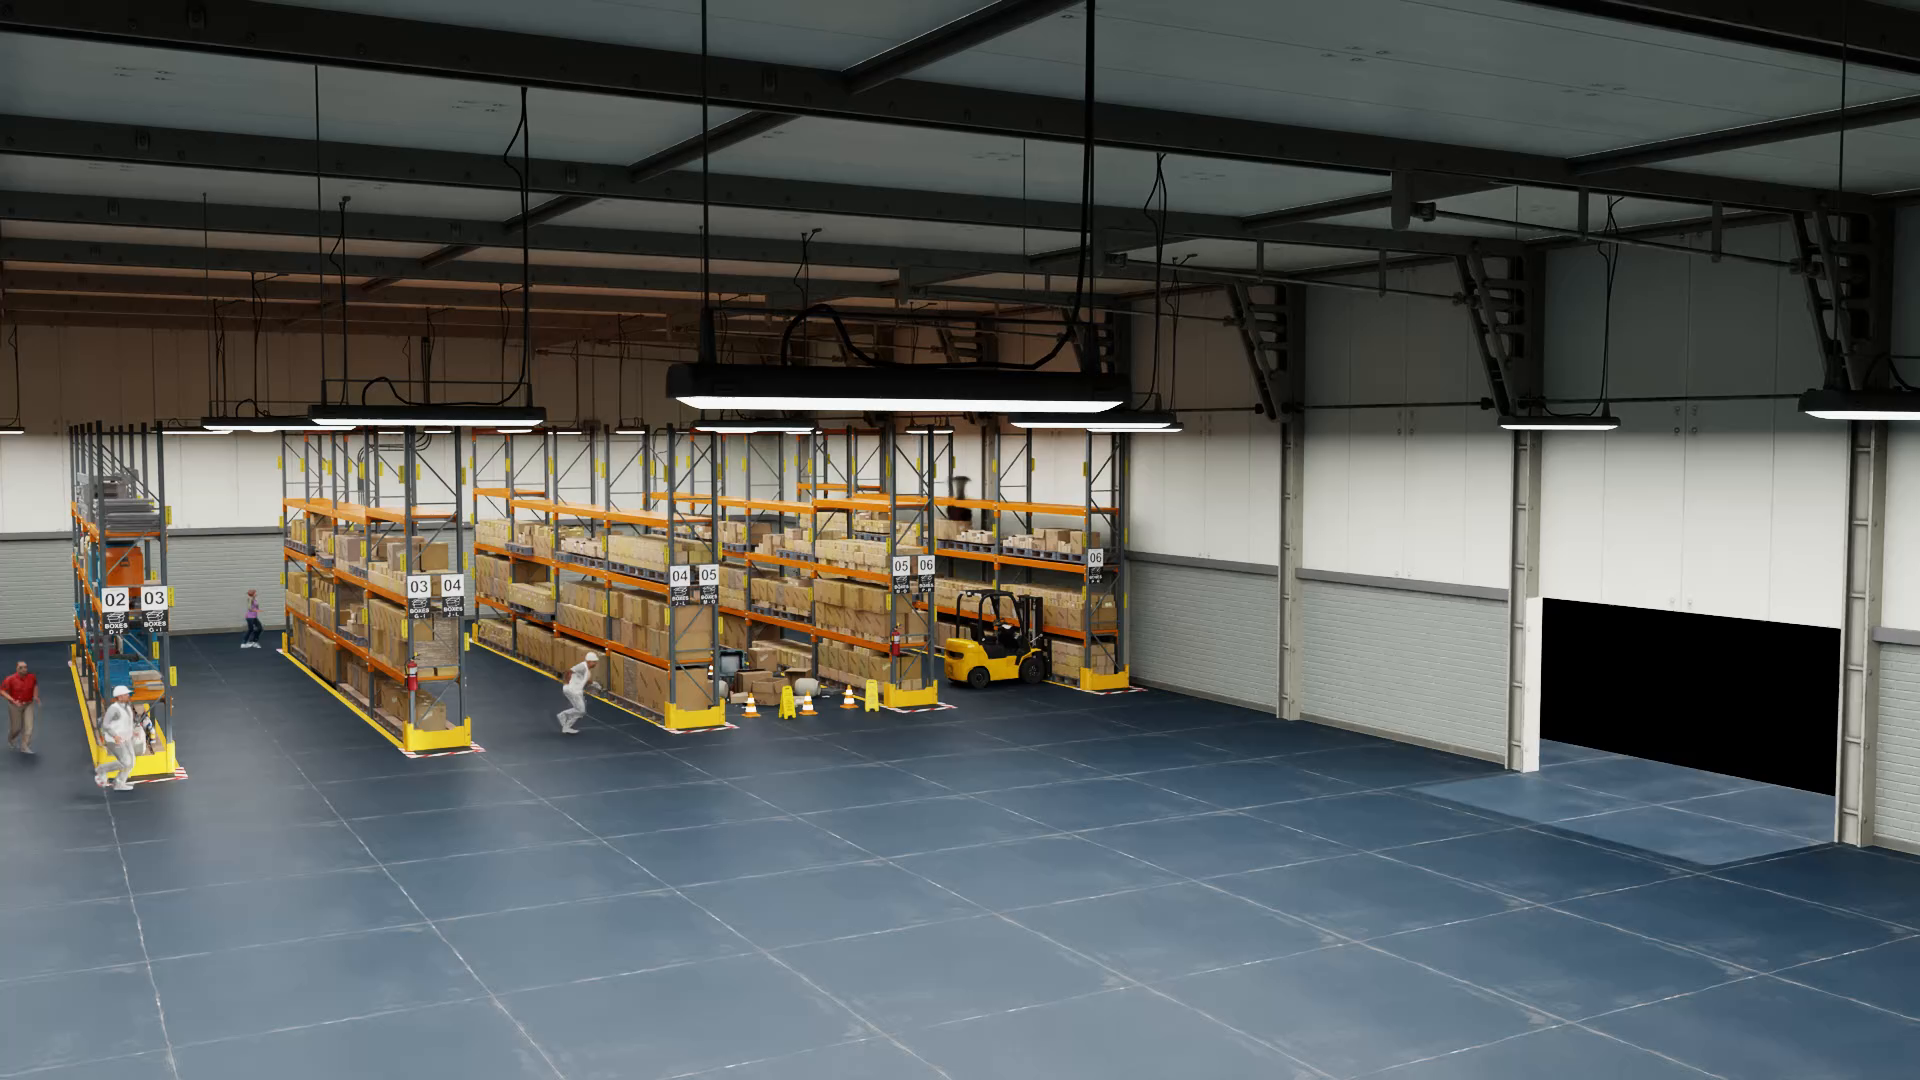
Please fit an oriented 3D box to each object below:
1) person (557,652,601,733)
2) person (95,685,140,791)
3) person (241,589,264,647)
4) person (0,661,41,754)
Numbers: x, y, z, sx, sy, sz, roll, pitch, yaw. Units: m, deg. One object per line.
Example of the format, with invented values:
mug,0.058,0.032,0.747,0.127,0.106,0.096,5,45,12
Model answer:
person,-7.365,2.953,32.039,0.849,1.586,0.717,1,4,9
person,-13.654,3.207,26.915,0.598,1.714,0.650,0,4,4
person,-19.219,2.128,45.217,0.622,1.592,0.511,0,4,-2
person,-17.089,3.025,30.204,0.819,1.682,0.660,3,5,45
